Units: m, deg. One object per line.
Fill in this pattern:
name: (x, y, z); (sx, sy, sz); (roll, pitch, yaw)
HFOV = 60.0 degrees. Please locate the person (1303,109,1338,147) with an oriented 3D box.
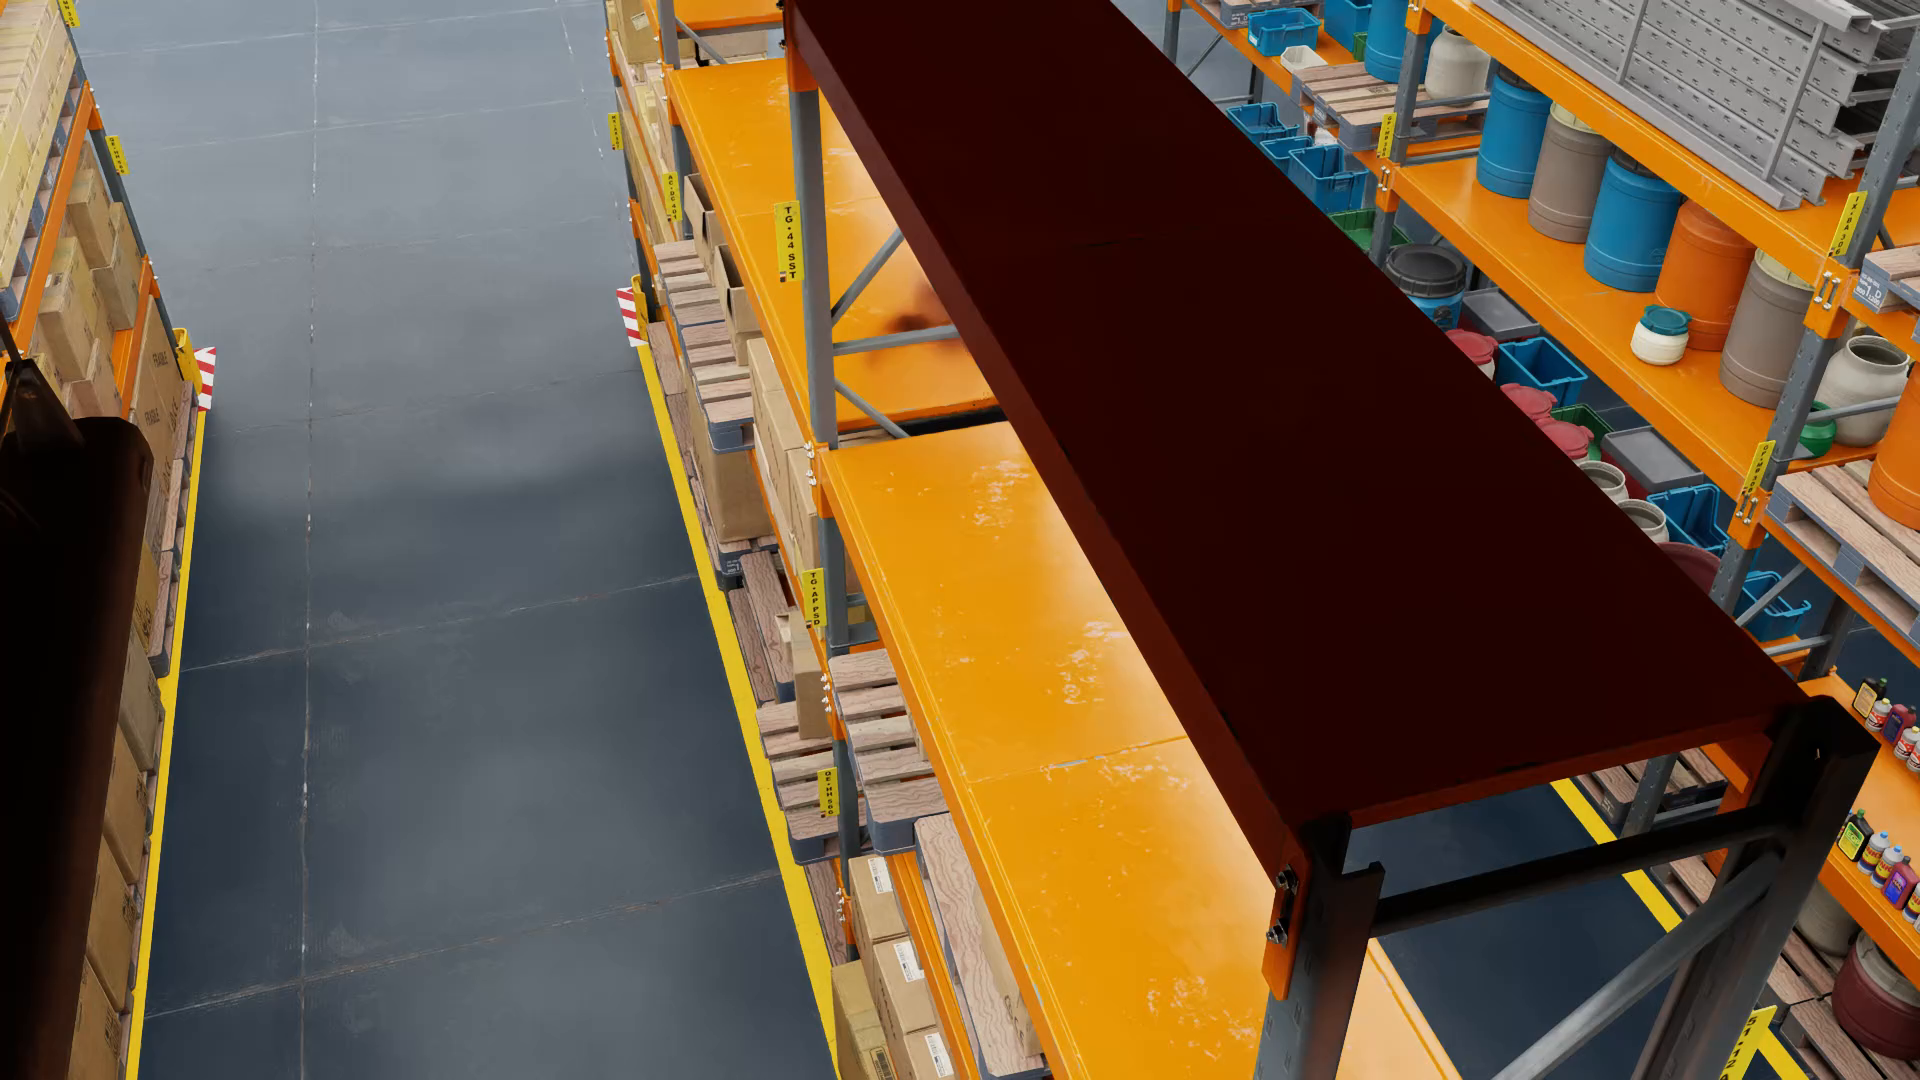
person: (3.550, -3.972, 16.456); (0.683, 1.740, 0.587); (-23, 44, -27)
